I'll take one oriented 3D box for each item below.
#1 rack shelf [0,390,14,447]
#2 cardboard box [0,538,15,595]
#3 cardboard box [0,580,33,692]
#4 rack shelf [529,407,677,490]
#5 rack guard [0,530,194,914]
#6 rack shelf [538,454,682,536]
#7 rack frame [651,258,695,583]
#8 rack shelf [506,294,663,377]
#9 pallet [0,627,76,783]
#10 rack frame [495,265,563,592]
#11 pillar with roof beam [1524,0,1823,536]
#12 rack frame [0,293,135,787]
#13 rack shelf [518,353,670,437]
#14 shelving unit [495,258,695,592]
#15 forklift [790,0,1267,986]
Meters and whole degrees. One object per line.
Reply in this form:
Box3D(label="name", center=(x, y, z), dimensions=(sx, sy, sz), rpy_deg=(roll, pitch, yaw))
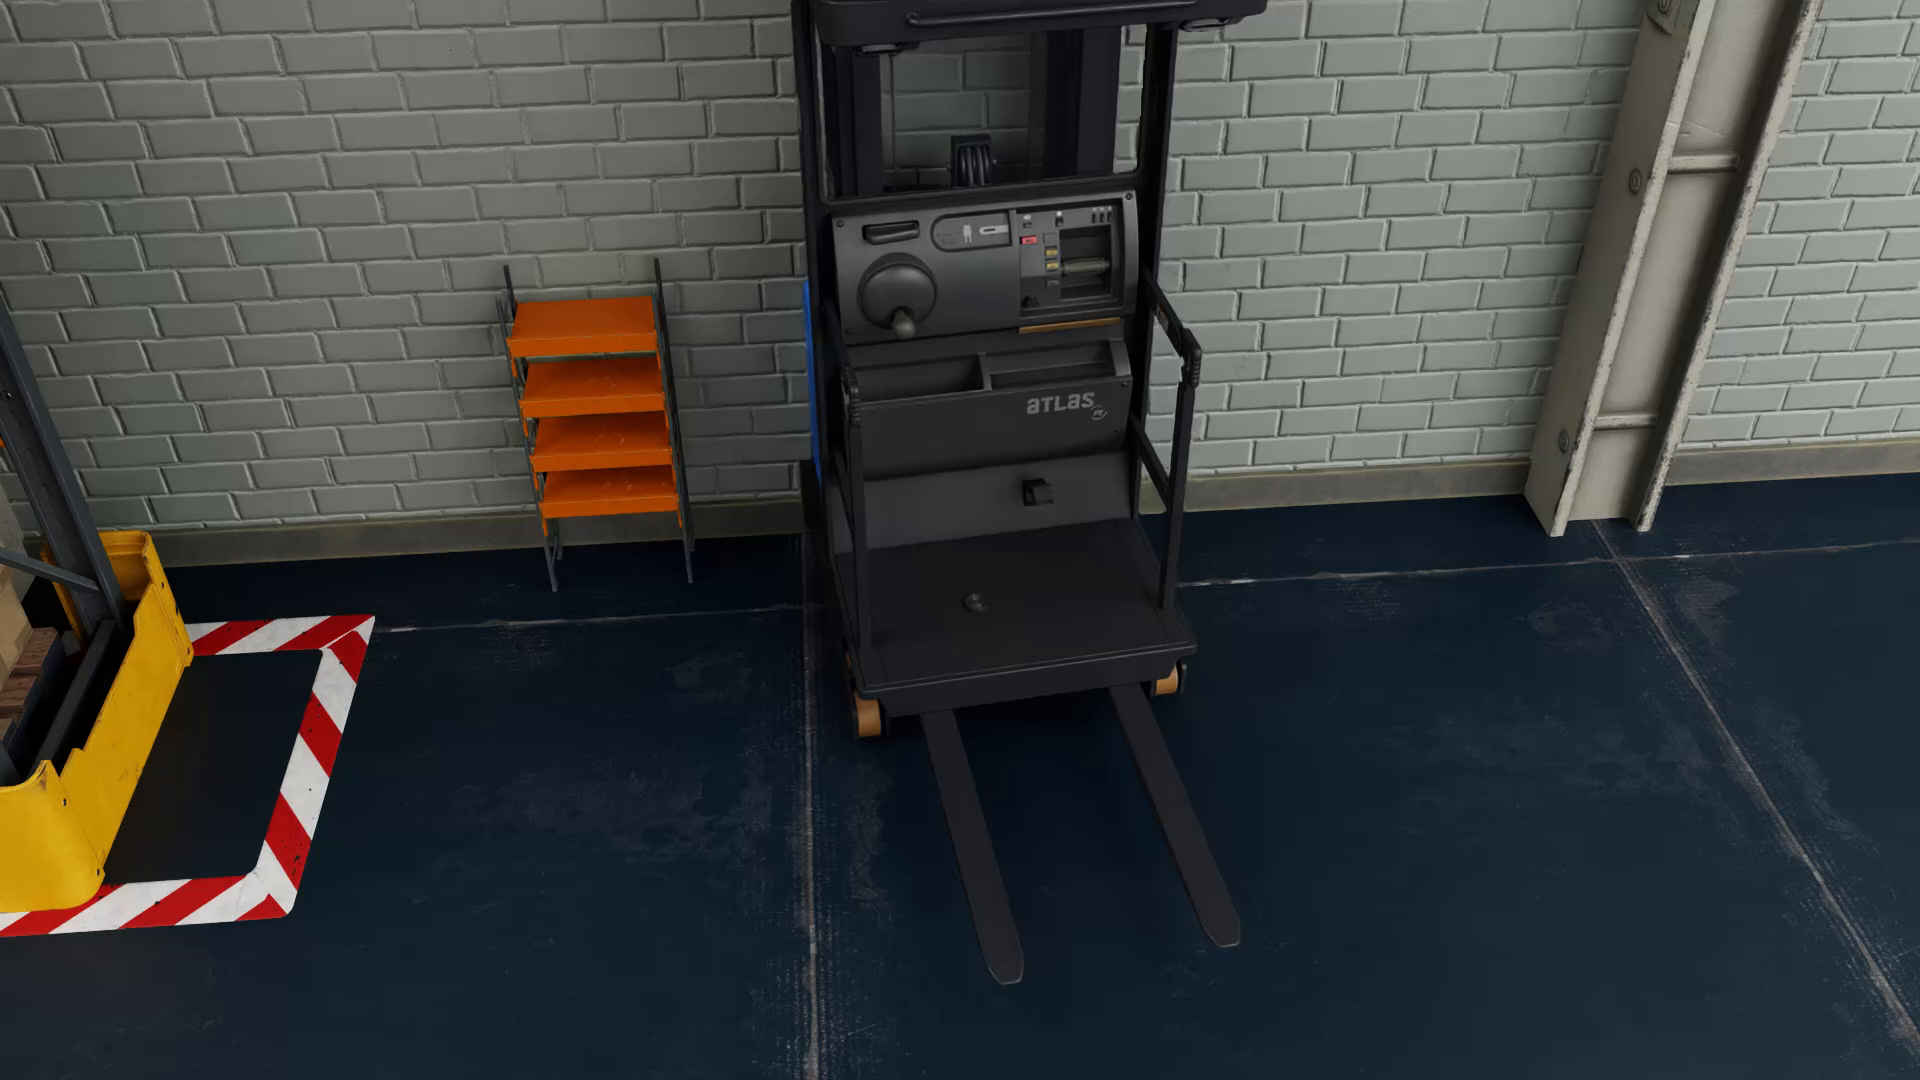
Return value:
Box3D(label="rack shelf", center=(-4.791, -0.058, 4.482), dimensions=(4.000, 0.370, 1.077), rpy_deg=(-3, 38, -4))
Box3D(label="cardboard box", center=(-3.285, 0.166, 5.095), dimensions=(0.500, 0.250, 0.500), rpy_deg=(-2, 38, -3))
Box3D(label="cardboard box", center=(-3.305, 0.371, 5.239), dimensions=(0.500, 0.250, 0.500), rpy_deg=(-3, 38, -4))
Box3D(label="rack shelf", center=(-1.234, -0.320, 5.795), dimensions=(0.480, 0.148, 0.258), rpy_deg=(-4, 38, -5))
Box3D(label="rack guard", center=(-2.774, 0.530, 5.175), dimensions=(0.348, 0.500, 1.175), rpy_deg=(-3, 38, -4))
Box3D(label="rack shelf", center=(-1.234, -0.164, 5.918), dimensions=(0.480, 0.148, 0.258), rpy_deg=(-4, 38, -5))
Box3D(label="rack frame", center=(-0.991, -0.388, 5.773), dimensions=(0.015, 1.200, 0.240), rpy_deg=(-4, 38, -5))
Box3D(label="rack shelf", center=(-1.234, -0.681, 5.510), dimensions=(0.480, 0.148, 0.258), rpy_deg=(-4, 38, -5))
Box3D(label="pallet", center=(-3.556, 0.713, 5.176), dimensions=(1.213, 0.211, 1.003), rpy_deg=(-3, 38, -4))
Box3D(label="rack frame", center=(-1.477, -0.357, 5.734), dimensions=(0.015, 1.200, 0.240), rpy_deg=(-4, 38, -5))
Box3D(label="pillar with roof beam", center=(2.786, -0.996, 0.248), dimensions=(0.400, 9.000, 9.100), rpy_deg=(-3, 38, -4))
Box3D(label="rack frame", center=(-2.798, -0.450, 4.399), dimensions=(0.127, 3.000, 1.000), rpy_deg=(-3, 38, -4))
Box3D(label="rack shelf", center=(-1.234, -0.495, 5.656), dimensions=(0.480, 0.148, 0.258), rpy_deg=(-4, 38, -5))
Box3D(label="shelving unit", center=(-1.234, -0.372, 5.753), dimensions=(0.503, 1.200, 0.258), rpy_deg=(-4, 38, -5))
Box3D(label="forklift", center=(0.129, -0.759, 4.846), dimensions=(1.130, 2.935, 3.031), rpy_deg=(-7, 39, -9))
